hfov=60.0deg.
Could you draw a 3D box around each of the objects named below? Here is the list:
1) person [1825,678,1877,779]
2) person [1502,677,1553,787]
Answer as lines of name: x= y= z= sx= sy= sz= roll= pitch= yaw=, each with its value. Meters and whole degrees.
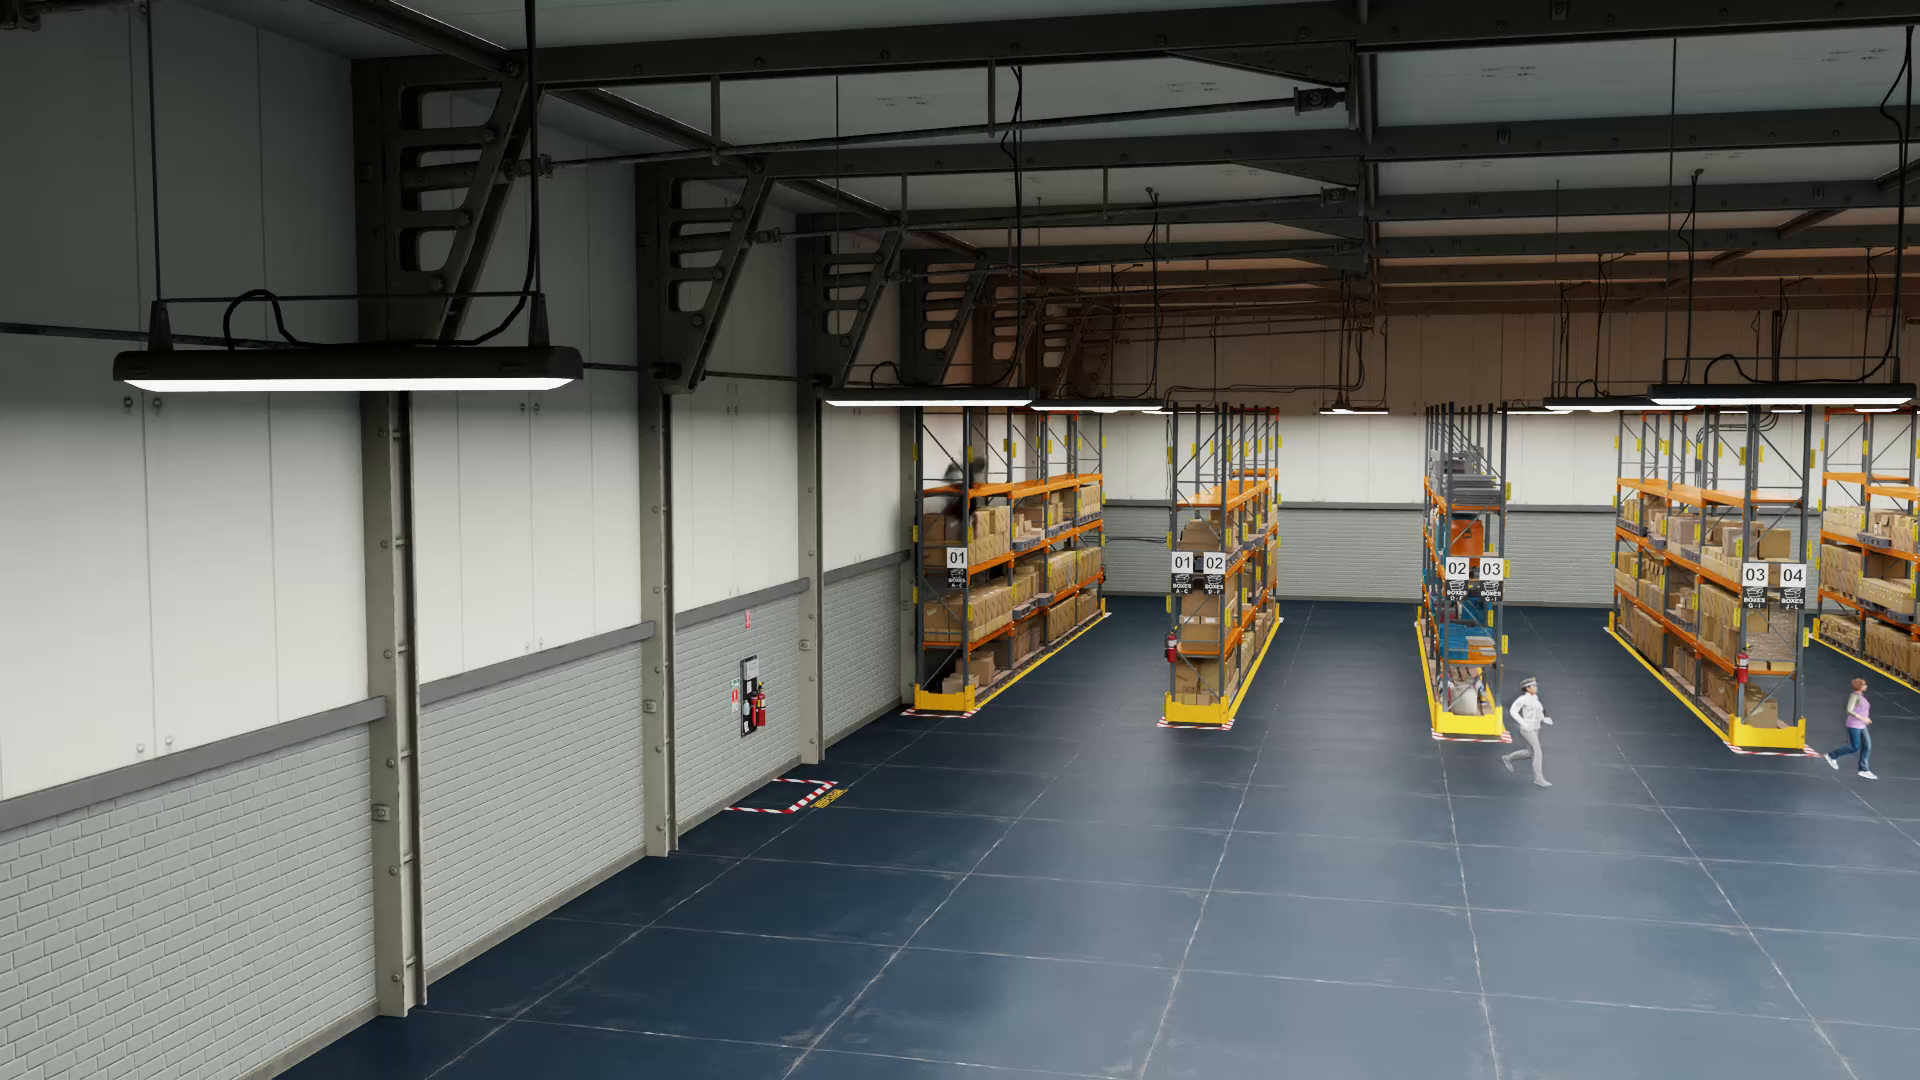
person: x=14.242 y=2.982 z=26.519 sx=0.543 sy=1.591 sz=0.768 roll=-4 pitch=6 yaw=-44
person: x=8.887 y=2.977 z=25.980 sx=0.786 sy=1.696 sz=0.618 roll=4 pitch=6 yaw=42
